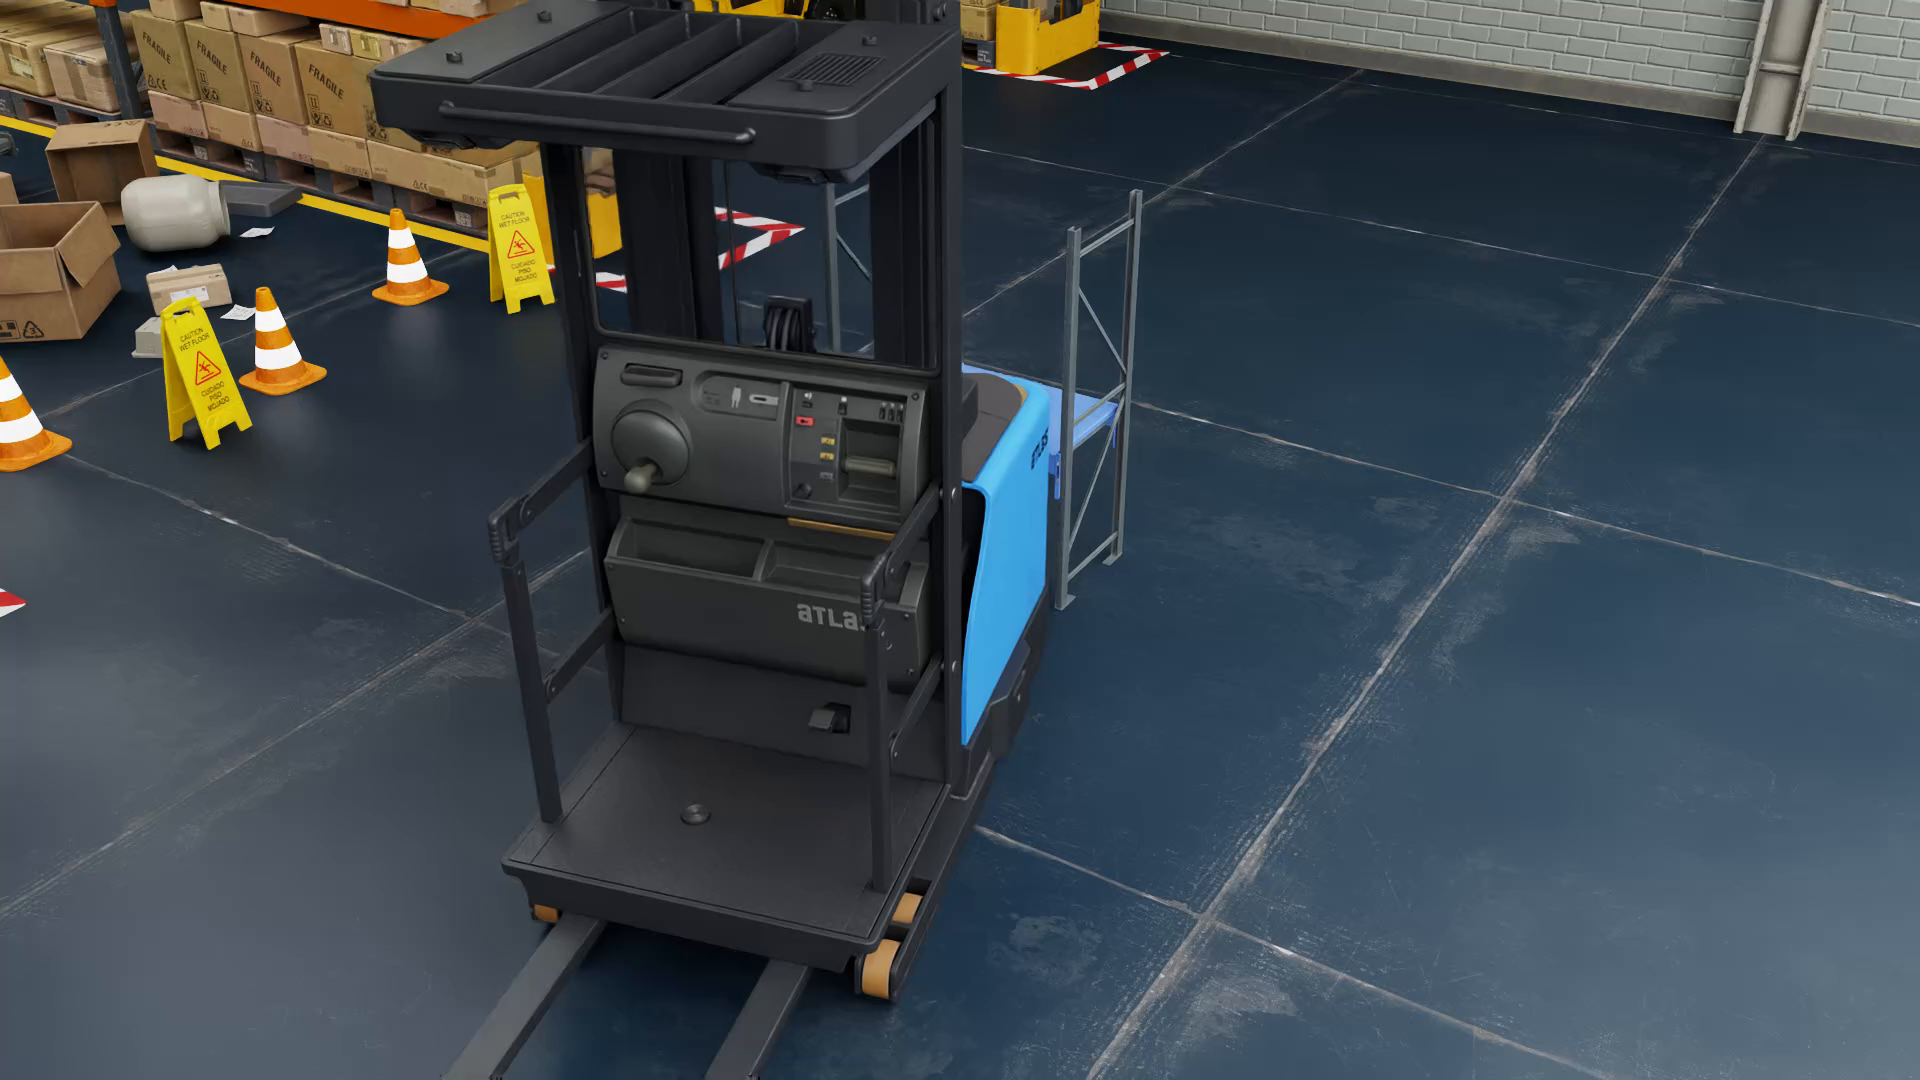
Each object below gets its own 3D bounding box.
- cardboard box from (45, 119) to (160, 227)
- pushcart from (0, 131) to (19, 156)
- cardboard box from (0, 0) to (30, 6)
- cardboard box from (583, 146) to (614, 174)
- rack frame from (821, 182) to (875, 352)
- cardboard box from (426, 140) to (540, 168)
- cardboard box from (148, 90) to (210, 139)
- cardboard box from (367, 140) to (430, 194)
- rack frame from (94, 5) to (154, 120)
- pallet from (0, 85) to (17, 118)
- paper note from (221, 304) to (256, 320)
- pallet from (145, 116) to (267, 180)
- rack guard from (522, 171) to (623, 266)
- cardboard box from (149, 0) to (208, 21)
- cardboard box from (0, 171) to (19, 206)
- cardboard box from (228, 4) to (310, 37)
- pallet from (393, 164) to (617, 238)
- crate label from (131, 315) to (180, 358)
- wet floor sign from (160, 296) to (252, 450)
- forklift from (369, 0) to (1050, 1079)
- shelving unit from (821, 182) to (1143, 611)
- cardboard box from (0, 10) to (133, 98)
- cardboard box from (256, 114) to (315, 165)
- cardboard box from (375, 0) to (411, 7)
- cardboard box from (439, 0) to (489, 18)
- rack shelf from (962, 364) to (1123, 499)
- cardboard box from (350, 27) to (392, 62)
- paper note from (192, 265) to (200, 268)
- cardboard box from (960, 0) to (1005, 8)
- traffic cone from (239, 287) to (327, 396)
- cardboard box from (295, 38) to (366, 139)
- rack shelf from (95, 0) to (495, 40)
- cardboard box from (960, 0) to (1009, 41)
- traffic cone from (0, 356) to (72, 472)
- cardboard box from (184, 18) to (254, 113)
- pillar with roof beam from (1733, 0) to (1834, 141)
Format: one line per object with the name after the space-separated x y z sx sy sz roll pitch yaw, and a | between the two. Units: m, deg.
-5.148 -2.209 10.038 0.500 0.500 0.500 -9 32 -15 | cardboard box
-6.501 -2.036 9.866 0.936 0.377 1.648 6 31 10 | pushcart
-7.617 -3.923 12.689 0.625 0.372 0.950 17 34 26 | cardboard box
-2.480 -2.412 10.219 0.500 0.250 0.500 17 34 27 | cardboard box
-0.358 -0.761 6.566 0.032 1.500 0.500 18 35 27 | rack frame
-2.761 -2.505 9.634 0.500 0.500 0.500 18 35 28 | cardboard box
-4.975 -2.876 11.015 0.500 0.250 0.500 16 34 25 | cardboard box
-3.206 -2.321 10.064 0.500 0.250 0.500 18 35 28 | cardboard box
-5.332 -4.155 10.896 0.127 3.000 1.000 18 35 27 | rack frame
-7.029 -3.485 12.515 1.213 0.211 1.003 18 35 27 | pallet
-3.803 -1.205 8.785 0.142 0.019 0.148 6 31 10 | paper note
-4.744 -2.786 11.316 1.213 0.211 1.003 18 35 27 | pallet
-2.008 -2.024 9.724 0.348 0.500 1.175 18 35 27 | rack guard
-4.902 -3.421 10.561 0.250 0.149 0.380 18 35 28 | cardboard box
-5.574 -1.701 9.032 0.503 0.637 0.797 18 35 27 | cardboard box
-4.236 -3.213 10.205 0.250 0.149 0.380 20 36 30 | cardboard box
-2.677 -2.132 10.196 1.213 0.211 1.003 18 35 27 | pallet
-3.995 -1.031 8.382 0.298 0.136 0.250 1 30 2 | crate label
-3.413 -0.764 7.420 0.232 0.644 0.267 12 32 19 | wet floor sign
-0.602 -0.227 4.231 1.130 2.935 3.031 9 31 15 | forklift
0.072 -0.625 6.333 1.048 1.500 0.538 18 35 27 | shelving unit
-6.388 -3.532 12.019 0.625 0.372 0.950 20 36 30 | cardboard box
-4.067 -2.597 10.536 0.500 0.250 0.500 17 34 27 | cardboard box
-3.088 -3.139 9.402 0.250 0.149 0.380 18 35 28 | cardboard box
-2.648 -3.005 9.173 0.250 0.149 0.380 17 34 27 | cardboard box
0.072 -0.470 6.424 1.000 0.185 0.538 18 35 27 | rack shelf
-3.319 -2.923 9.708 0.250 0.149 0.380 18 35 28 | cardboard box
-4.277 -1.531 9.364 0.123 0.001 0.032 18 35 27 | paper note
0.113 -4.410 13.148 0.500 0.250 0.500 17 34 27 | cardboard box
-3.296 -0.988 7.984 0.334 0.463 0.336 18 35 27 | traffic cone
-3.628 -2.781 10.109 0.500 0.500 0.500 17 34 26 | cardboard box
-3.638 -3.309 10.159 4.000 0.370 1.077 18 35 27 | rack shelf
0.126 -4.188 13.264 0.500 0.250 0.500 18 35 28 | cardboard box
-4.185 -0.597 7.313 0.334 0.463 0.336 18 35 27 | traffic cone
-4.516 -3.061 10.588 0.500 0.500 0.500 19 35 29 | cardboard box
3.375 -4.921 6.255 0.400 9.000 9.100 18 35 27 | pillar with roof beam
